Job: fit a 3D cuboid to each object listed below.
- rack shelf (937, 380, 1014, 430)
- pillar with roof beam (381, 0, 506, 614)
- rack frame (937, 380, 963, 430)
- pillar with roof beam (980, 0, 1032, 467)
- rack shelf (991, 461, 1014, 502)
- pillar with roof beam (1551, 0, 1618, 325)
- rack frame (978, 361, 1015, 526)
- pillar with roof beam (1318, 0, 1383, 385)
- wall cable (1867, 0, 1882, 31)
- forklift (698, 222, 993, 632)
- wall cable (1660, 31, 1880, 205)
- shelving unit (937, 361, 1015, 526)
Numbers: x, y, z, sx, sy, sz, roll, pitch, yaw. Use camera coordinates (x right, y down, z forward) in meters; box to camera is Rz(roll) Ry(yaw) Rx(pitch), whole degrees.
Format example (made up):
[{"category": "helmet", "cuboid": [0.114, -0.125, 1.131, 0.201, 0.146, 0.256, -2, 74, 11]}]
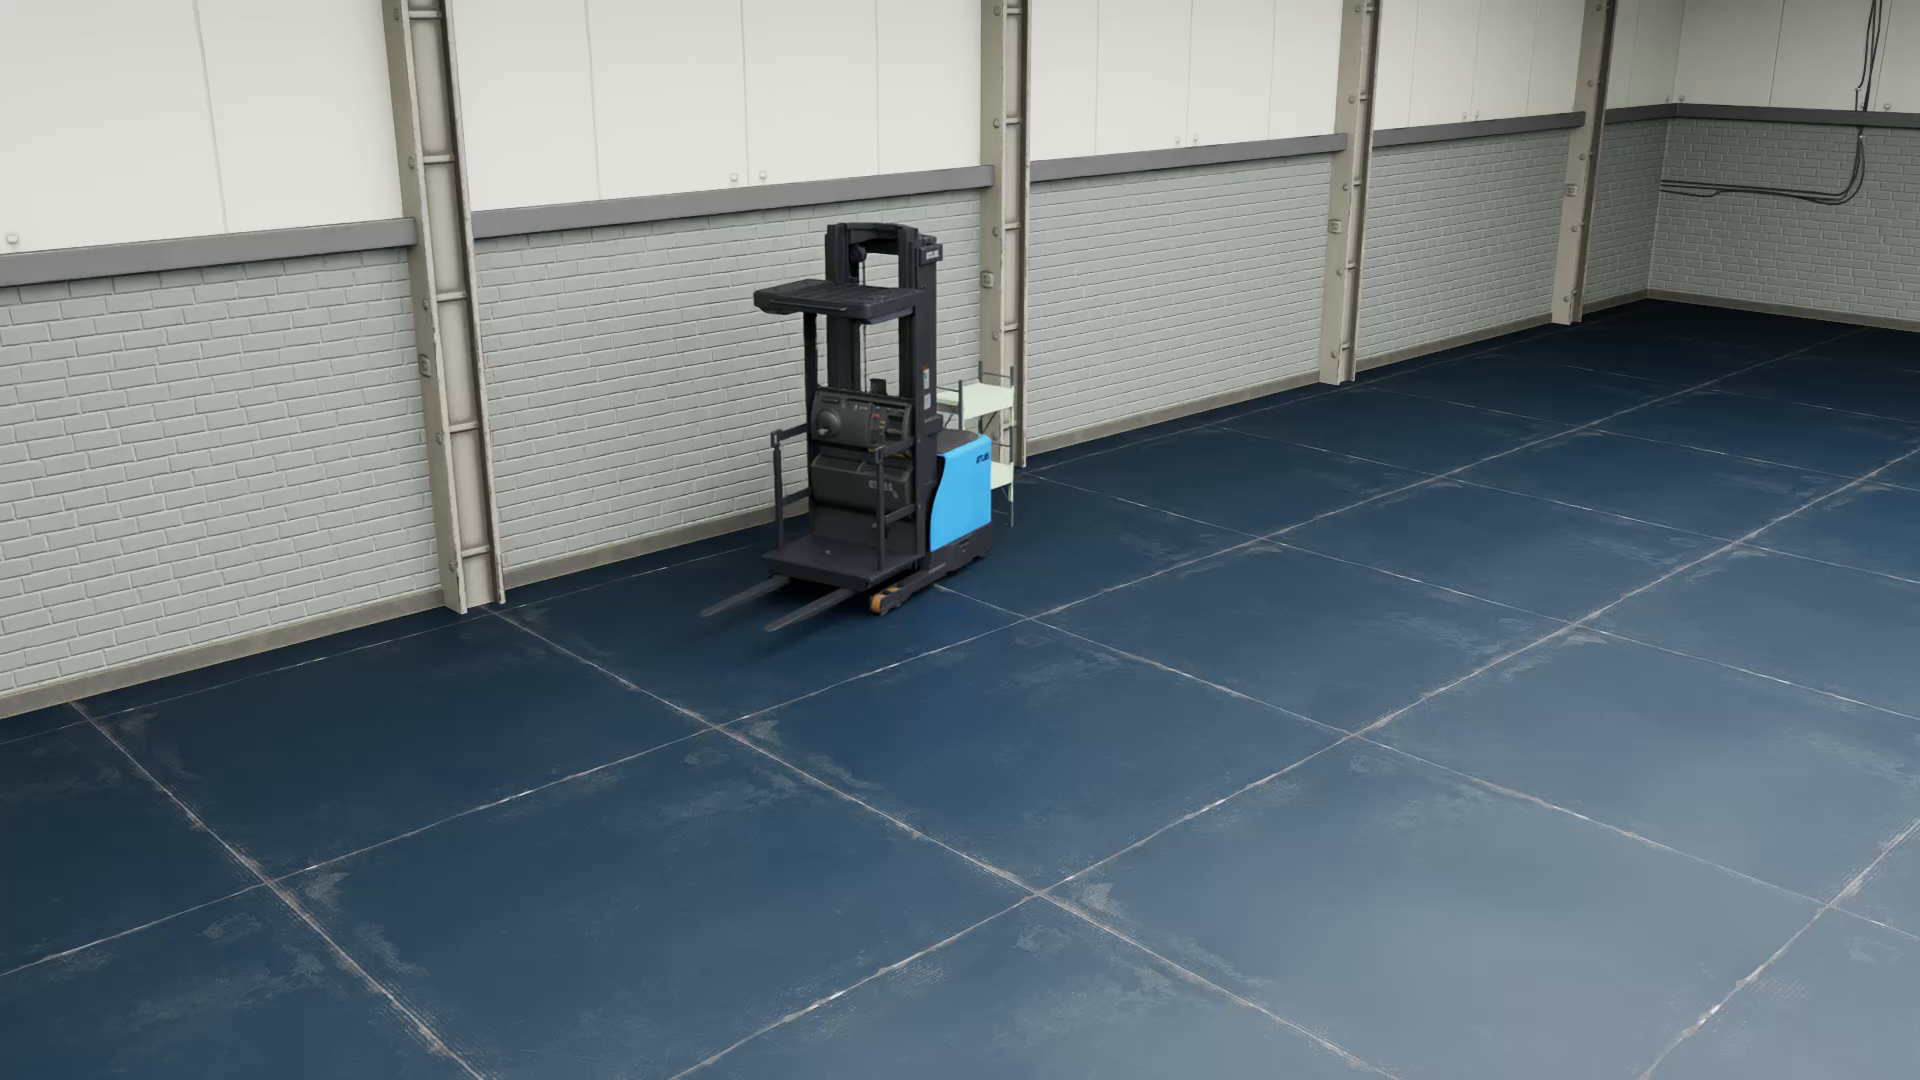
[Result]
[{"category": "rack shelf", "cuboid": [0.099, -1.166, 14.883, 0.431, 0.370, 0.720, 14, 23, 37]}, {"category": "pillar with roof beam", "cuboid": [-0.957, -2.805, 9.046, 0.400, 9.000, 9.100, -16, 24, -41]}, {"category": "rack frame", "cuboid": [-0.133, -0.707, 14.734, 0.400, 1.500, 0.023, 14, 23, 37]}, {"category": "pillar with roof beam", "cuboid": [3.402, -4.076, 12.967, 0.400, 9.000, 9.100, -16, 24, -41]}, {"category": "rack shelf", "cuboid": [0.099, -0.484, 15.104, 0.431, 0.370, 0.720, 14, 23, 37]}, {"category": "pillar with roof beam", "cuboid": [12.122, -6.619, 20.809, 0.400, 9.000, 9.100, -16, 24, -41]}, {"category": "rack frame", "cuboid": [0.330, -0.882, 15.273, 0.400, 1.500, 0.023, 14, 23, 37]}, {"category": "pillar with roof beam", "cuboid": [7.762, -5.348, 16.888, 0.400, 9.000, 9.100, -16, 24, -41]}, {"category": "wall cable", "cuboid": [14.072, -8.231, 22.627, 0.112, 2.526, 3.097, -16, 24, -41]}, {"category": "forklift", "cuboid": [-0.906, -0.964, 13.205, 1.130, 2.935, 3.031, 11, 21, 29]}, {"category": "wall cable", "cuboid": [12.213, -6.435, 25.275, 0.112, 2.526, 3.097, -16, 24, -41]}, {"category": "shelving unit", "cuboid": [0.099, -0.795, 15.003, 0.431, 1.500, 0.755, 14, 23, 37]}]
